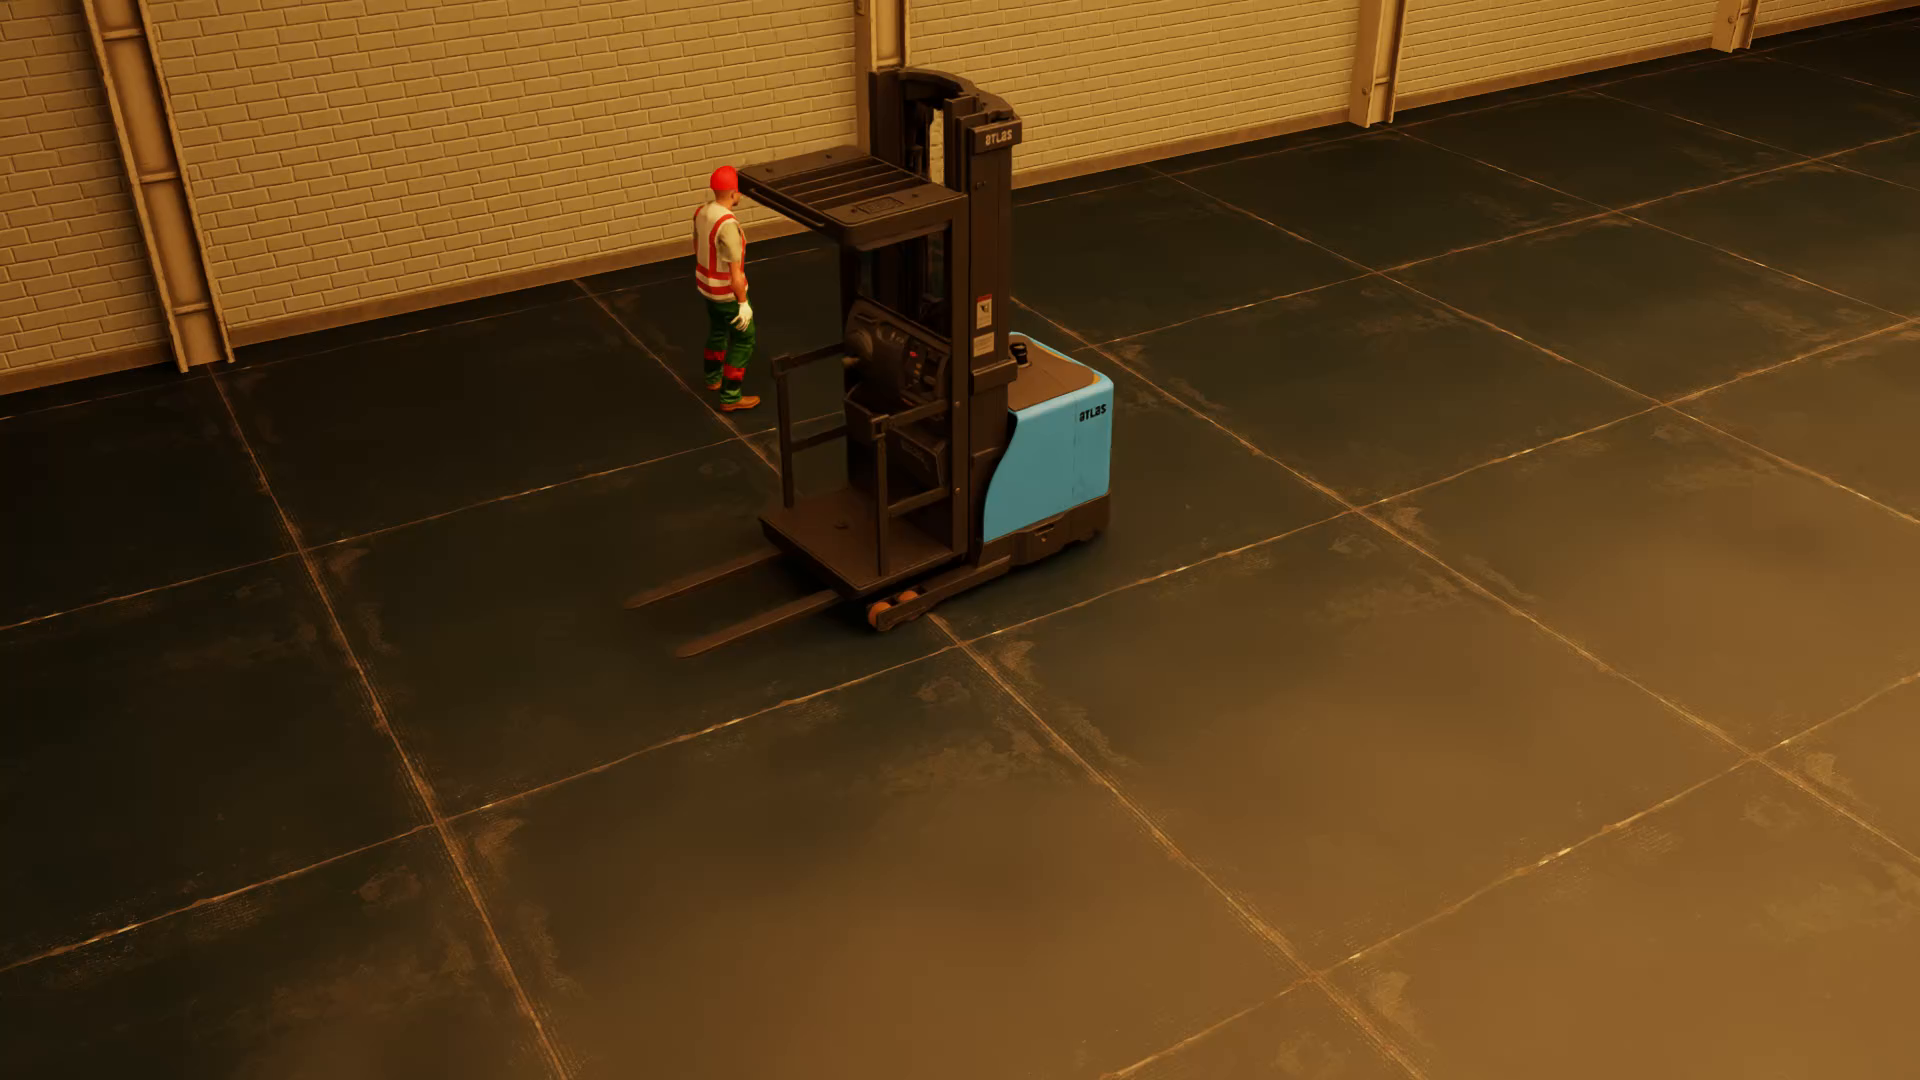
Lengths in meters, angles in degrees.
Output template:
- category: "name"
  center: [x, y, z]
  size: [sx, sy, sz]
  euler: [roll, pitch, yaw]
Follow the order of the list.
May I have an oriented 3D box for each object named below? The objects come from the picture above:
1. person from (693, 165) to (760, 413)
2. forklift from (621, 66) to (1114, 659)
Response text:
- category: "person"
  center: [-1.643, -1.780, 11.765]
  size: [0.412, 1.757, 0.803]
  euler: [-20, 36, -29]
- category: "forklift"
  center: [-0.530, -1.037, 9.379]
  size: [3.031, 2.935, 1.130]
  euler: [-22, 37, -32]
